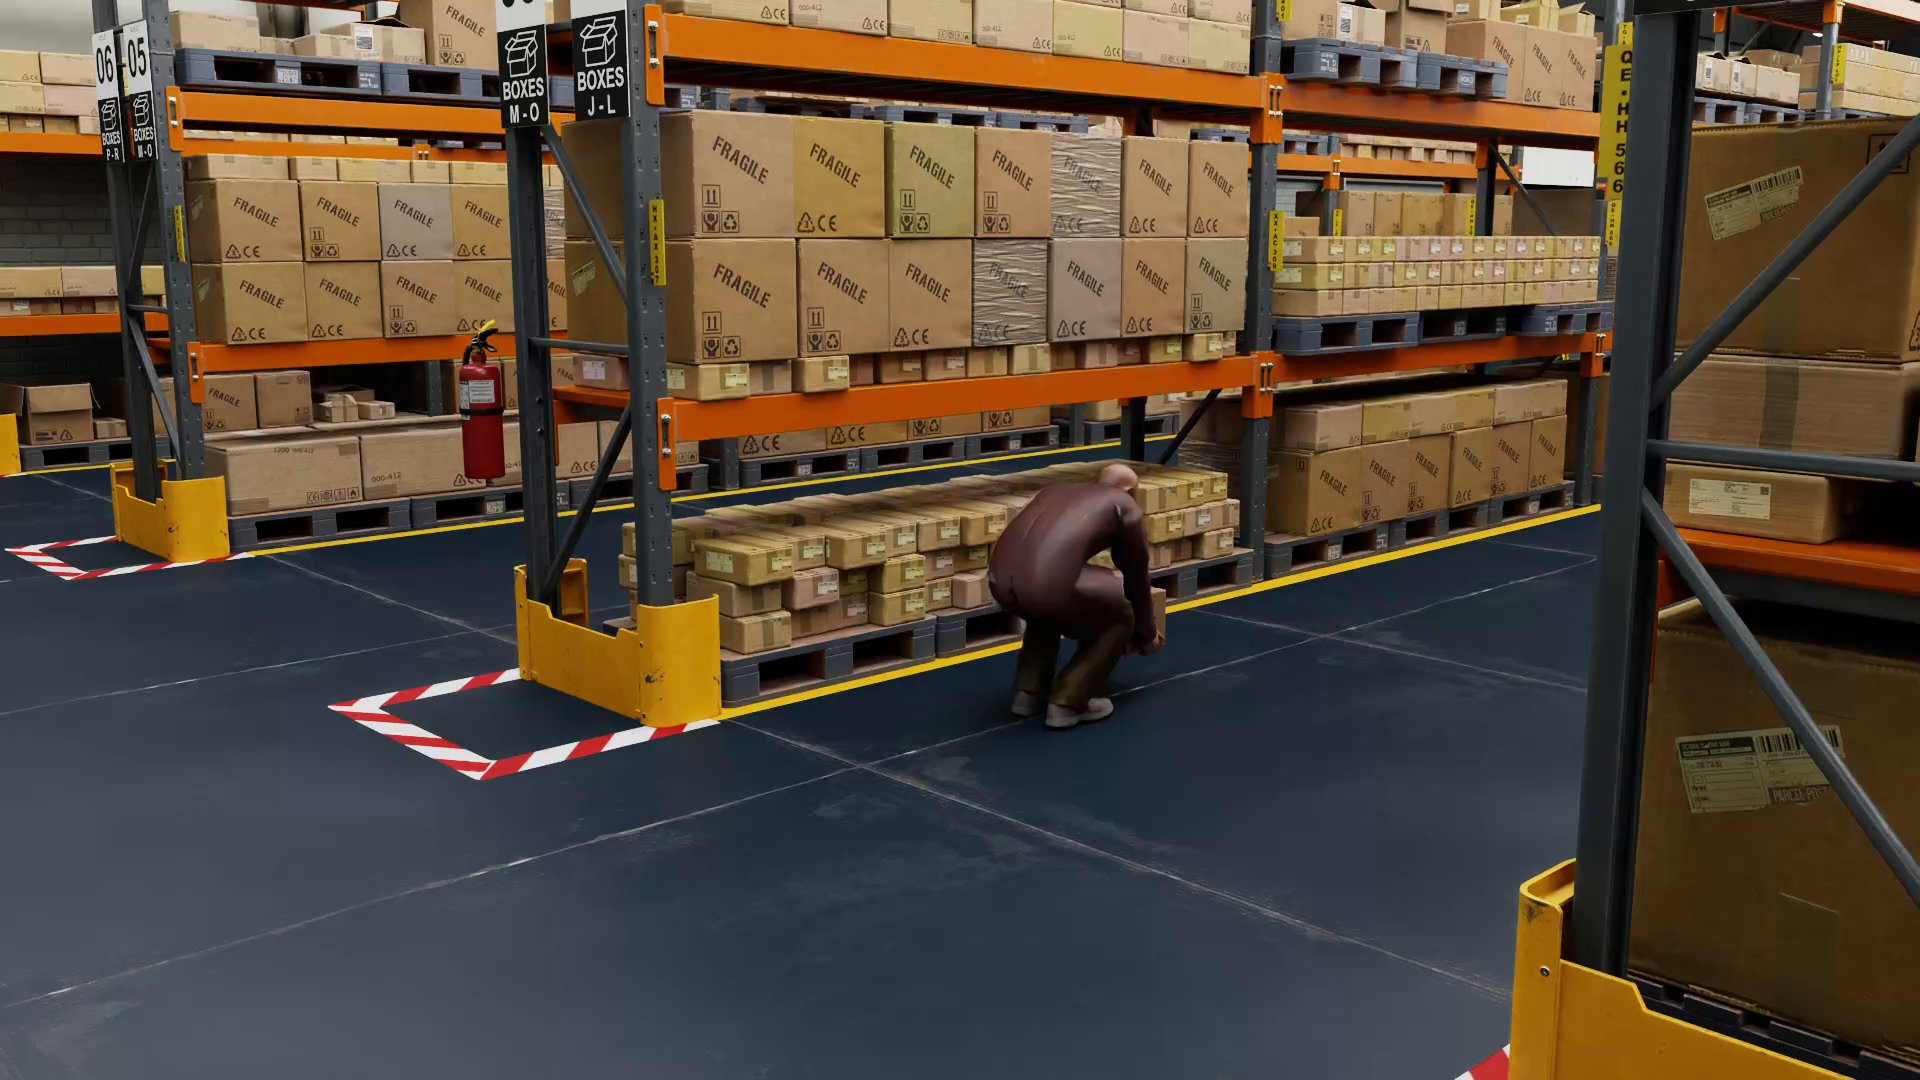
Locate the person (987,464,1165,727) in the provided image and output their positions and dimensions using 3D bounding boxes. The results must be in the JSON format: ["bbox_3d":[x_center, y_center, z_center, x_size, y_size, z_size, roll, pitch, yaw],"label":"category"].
[{"bbox_3d":[0.494,0.232,6.939,0.581,0.970,0.954,8,13,39],"label":"person"}]
